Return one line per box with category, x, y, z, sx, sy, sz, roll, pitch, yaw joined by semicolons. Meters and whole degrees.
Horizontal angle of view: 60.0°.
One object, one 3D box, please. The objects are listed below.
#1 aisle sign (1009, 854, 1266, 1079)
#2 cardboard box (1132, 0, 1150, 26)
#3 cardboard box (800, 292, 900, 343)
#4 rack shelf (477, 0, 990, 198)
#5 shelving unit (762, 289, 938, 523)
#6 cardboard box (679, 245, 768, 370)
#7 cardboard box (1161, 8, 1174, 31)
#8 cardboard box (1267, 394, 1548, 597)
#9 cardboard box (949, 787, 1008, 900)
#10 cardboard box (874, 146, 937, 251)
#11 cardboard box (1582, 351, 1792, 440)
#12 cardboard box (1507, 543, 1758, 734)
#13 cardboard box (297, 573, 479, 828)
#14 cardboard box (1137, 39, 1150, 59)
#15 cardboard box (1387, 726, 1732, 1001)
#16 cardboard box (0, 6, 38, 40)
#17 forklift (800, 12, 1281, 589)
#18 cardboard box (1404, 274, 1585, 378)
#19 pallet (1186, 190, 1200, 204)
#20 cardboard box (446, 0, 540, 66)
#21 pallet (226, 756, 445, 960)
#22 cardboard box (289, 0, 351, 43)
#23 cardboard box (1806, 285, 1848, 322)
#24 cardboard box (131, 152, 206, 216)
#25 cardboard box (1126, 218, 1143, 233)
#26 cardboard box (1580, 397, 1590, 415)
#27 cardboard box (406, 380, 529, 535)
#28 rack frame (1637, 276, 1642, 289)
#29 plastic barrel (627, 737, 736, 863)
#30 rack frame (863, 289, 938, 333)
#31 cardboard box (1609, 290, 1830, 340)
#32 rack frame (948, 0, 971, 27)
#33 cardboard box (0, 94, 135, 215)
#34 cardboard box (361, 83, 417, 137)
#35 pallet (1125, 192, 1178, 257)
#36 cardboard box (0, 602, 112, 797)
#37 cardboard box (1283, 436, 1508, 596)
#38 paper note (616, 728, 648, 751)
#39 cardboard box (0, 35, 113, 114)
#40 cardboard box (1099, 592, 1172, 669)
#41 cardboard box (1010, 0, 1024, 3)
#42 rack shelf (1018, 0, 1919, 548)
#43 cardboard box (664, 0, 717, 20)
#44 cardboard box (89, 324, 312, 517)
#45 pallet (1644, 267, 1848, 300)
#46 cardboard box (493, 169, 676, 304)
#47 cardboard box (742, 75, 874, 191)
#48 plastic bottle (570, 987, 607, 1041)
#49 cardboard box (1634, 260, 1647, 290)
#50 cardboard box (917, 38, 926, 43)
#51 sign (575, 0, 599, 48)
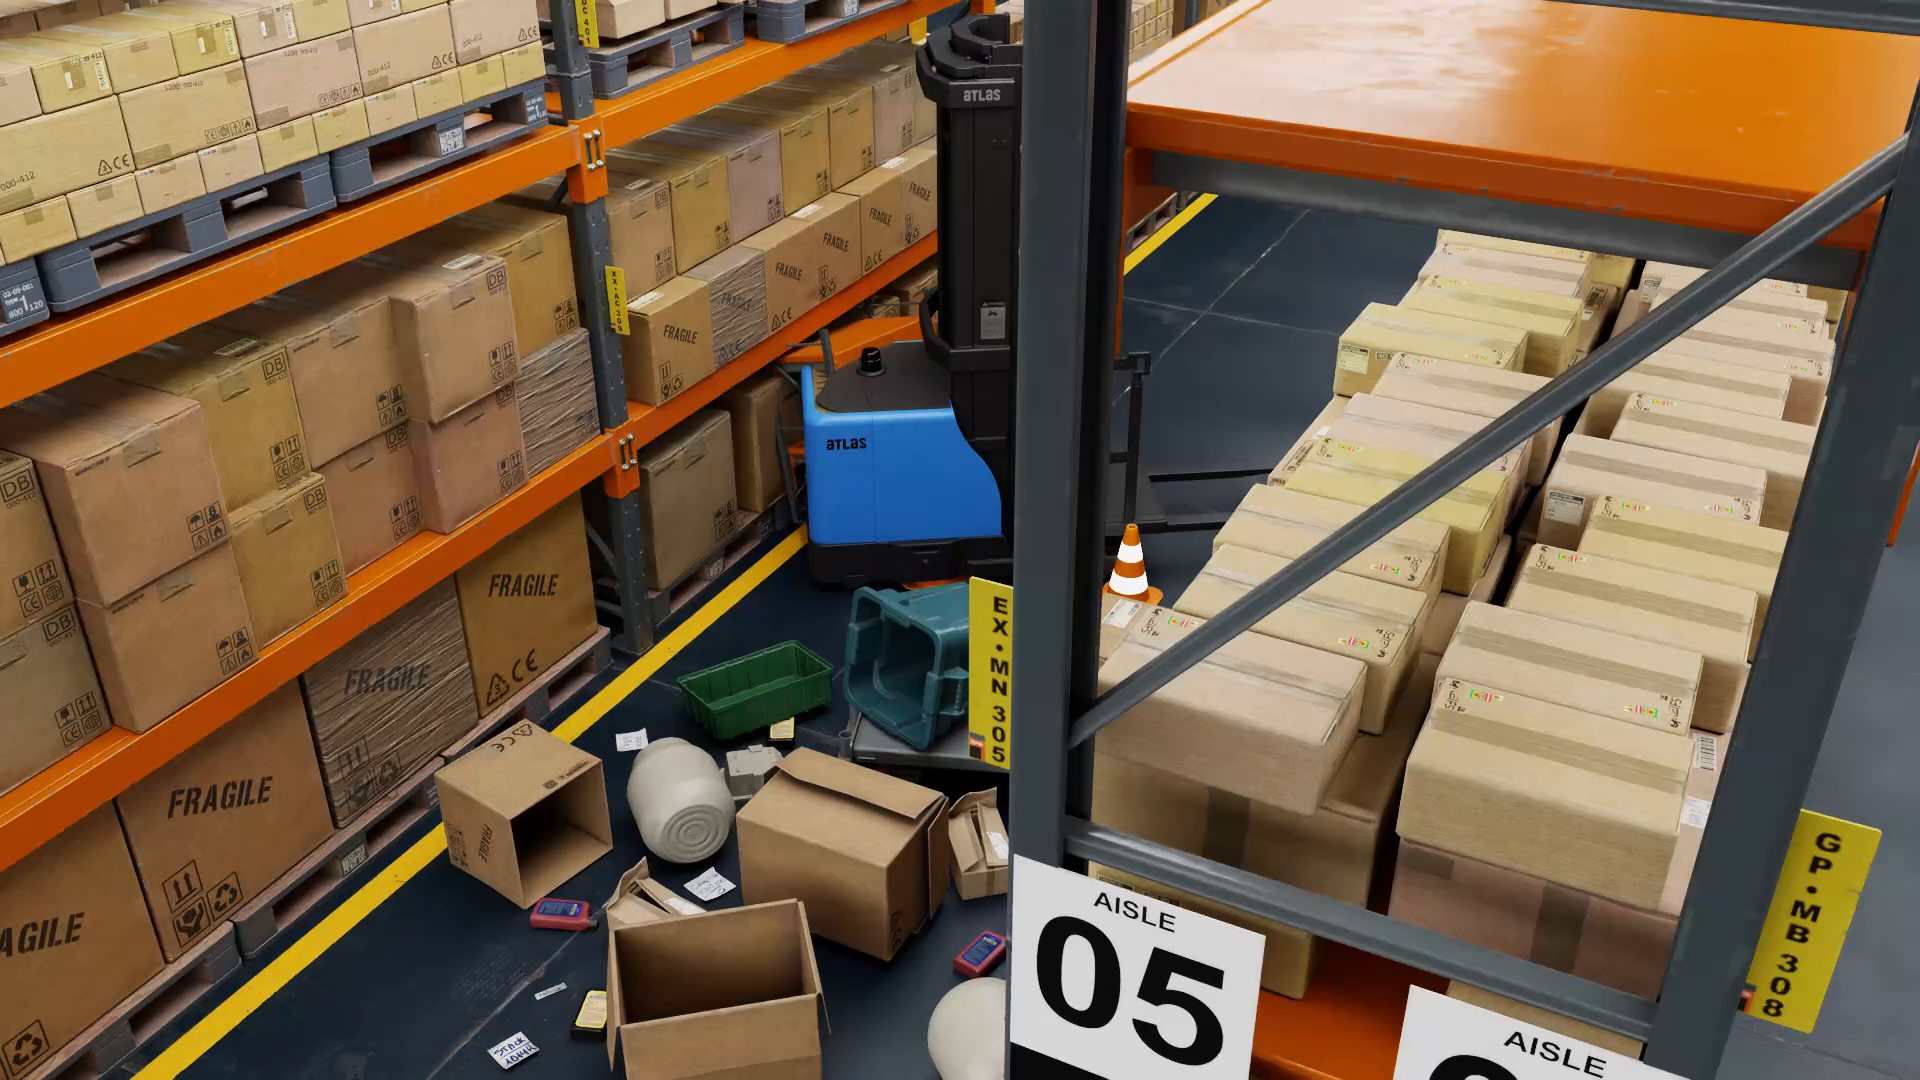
aisle sign;0.258;0.859;2.631;0.394;0.787;0.004;14;33;23
cardboard box;1.308;-4.248;13.369;0.380;0.149;0.250;13;32;22
cardboard box;-1.017;-1.168;10.609;1.050;0.750;0.750;15;33;24
rack shelf;-1.175;-2.702;9.153;1.077;0.370;4.000;14;33;23
shelving unit;-0.570;-0.796;9.772;0.538;1.125;1.048;3;21;34
cardboard box;-1.378;-1.266;8.841;0.500;0.500;0.500;15;33;24
cardboard box;1.553;-4.354;13.851;0.380;0.149;0.250;15;33;25
cardboard box;1.000;-0.081;3.719;0.500;0.250;0.500;15;33;25
cardboard box;0.084;1.312;7.199;0.258;0.266;0.396;-7;31;-11
cardboard box;-0.459;-2.161;10.401;0.500;0.500;0.500;14;33;23
cardboard box;1.609;-0.291;3.684;0.380;0.149;0.250;15;33;24
cardboard box;1.157;0.164;2.892;0.380;0.149;0.250;14;33;23
cardboard box;-2.842;0.576;7.446;0.875;0.875;0.875;15;33;24
cardboard box;1.320;-4.000;13.533;0.380;0.149;0.250;14;33;23
cardboard box;1.010;0.498;2.710;0.500;0.250;0.500;14;33;22
cardboard box;-3.362;-1.719;5.648;0.380;0.149;0.250;15;33;24
forklift;0.621;-1.305;9.080;3.031;2.935;1.130;-3;30;-5
cardboard box;1.298;-0.512;4.069;0.380;0.149;0.250;15;33;24
pallet;1.832;-3.469;15.579;1.003;0.211;1.213;14;33;23
cardboard box;-2.082;-2.140;6.782;0.500;0.250;0.500;14;33;23
pallet;-3.057;1.245;7.370;1.003;0.211;1.213;14;33;23
cardboard box;-2.430;-1.906;5.973;0.380;0.149;0.250;14;33;23
cardboard box;2.166;-0.723;4.437;0.380;0.149;0.250;15;33;25
cardboard box;-2.777;-1.222;5.584;0.380;0.149;0.250;15;33;24
cardboard box;1.211;-2.858;13.804;0.500;0.500;0.500;13;33;22
cardboard box;1.673;-0.517;4.878;0.380;0.149;0.250;15;33;25
cardboard box;-2.474;-0.476;7.416;0.875;0.550;0.550;14;33;23
rack frame;2.366;0.252;6.299;1.000;3.000;0.127;14;33;23
plastic barrel;-1.238;1.142;7.336;0.421;0.421;0.512;-12;32;-20
rack frame;-0.294;-0.965;10.164;0.500;1.125;0.032;3;21;34
cardboard box;1.930;-0.409;4.290;0.500;0.250;0.500;14;33;22
rack frame;-0.264;-2.599;11.265;1.000;3.000;0.127;14;33;23
cardboard box;-3.001;-1.248;5.229;0.500;0.250;0.500;14;33;23
cardboard box;-2.315;-1.670;6.363;0.380;0.149;0.250;14;33;23
pallet;1.205;-2.818;14.445;1.003;0.211;1.213;14;33;23
cardboard box;-3.549;0.458;5.789;0.875;0.550;0.550;14;33;23
cardboard box;0.848;-0.053;3.270;0.380;0.149;0.250;15;33;24
paper note;-1.587;0.965;8.039;0.147;0.020;0.142;-7;31;-11
cardboard box;-2.893;-1.455;5.189;0.380;0.149;0.250;14;33;23
cardboard box;0.768;0.617;7.413;0.500;0.500;0.500;14;33;23
cardboard box;0.613;-4.285;13.434;0.380;0.149;0.250;14;33;23
rack shelf;1.455;-1.150;3.441;1.077;0.370;4.000;14;33;23
cardboard box;-1.393;-2.647;8.065;0.250;0.149;0.380;14;33;23
cardboard box;-3.035;-0.489;6.354;0.875;0.550;0.500;14;33;23
pallet;2.742;-1.217;6.033;1.213;0.211;1.003;14;33;23
cardboard box;-1.865;-1.525;8.288;0.700;0.500;0.500;14;33;22
cardboard box;-0.939;-2.427;9.860;0.700;0.500;0.500;14;33;23
plastic bottle;-1.416;1.830;6.501;0.133;0.061;0.283;4;30;6
cardboard box;1.922;-0.980;5.284;0.500;0.250;0.500;14;33;22
cardboard box;-0.095;-3.598;12.237;0.380;0.149;0.250;15;33;25
sign;-1.592;-2.260;7.063;0.100;0.325;0.005;14;33;23
